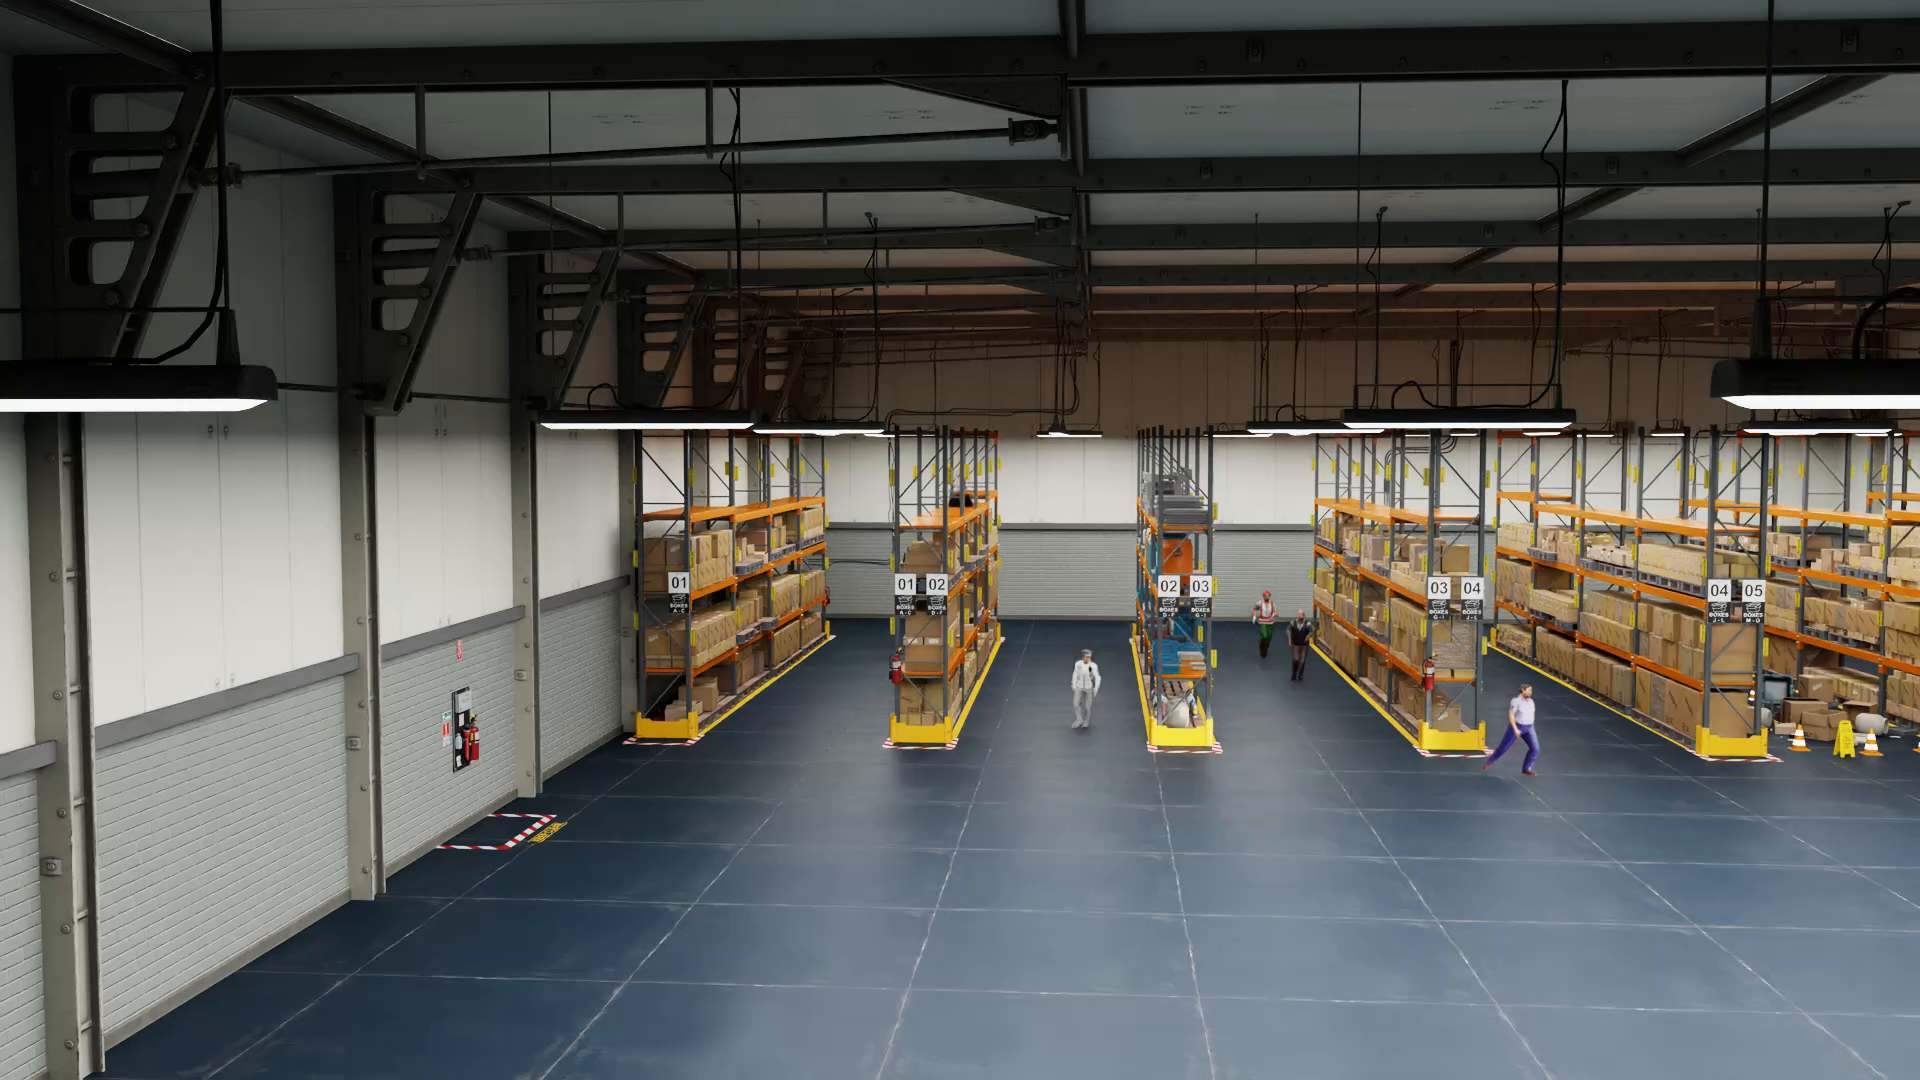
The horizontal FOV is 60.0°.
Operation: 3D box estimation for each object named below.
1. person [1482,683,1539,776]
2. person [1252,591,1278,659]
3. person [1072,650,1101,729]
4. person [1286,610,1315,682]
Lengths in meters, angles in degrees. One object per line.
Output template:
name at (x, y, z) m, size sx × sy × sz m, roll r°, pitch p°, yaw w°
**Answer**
person at (9.404, 3.220, 28.442) m, size 0.787 × 1.577 × 0.700 m, roll -1°, pitch 4°, yaw -19°
person at (8.010, 2.214, 43.516) m, size 0.639 × 1.783 × 0.703 m, roll 0°, pitch 3°, yaw -8°
person at (2.490, 2.940, 32.884) m, size 0.604 × 1.587 × 0.674 m, roll 1°, pitch 3°, yaw 10°
person at (8.064, 2.509, 39.346) m, size 0.643 × 1.708 × 0.674 m, roll 0°, pitch 3°, yaw 5°
